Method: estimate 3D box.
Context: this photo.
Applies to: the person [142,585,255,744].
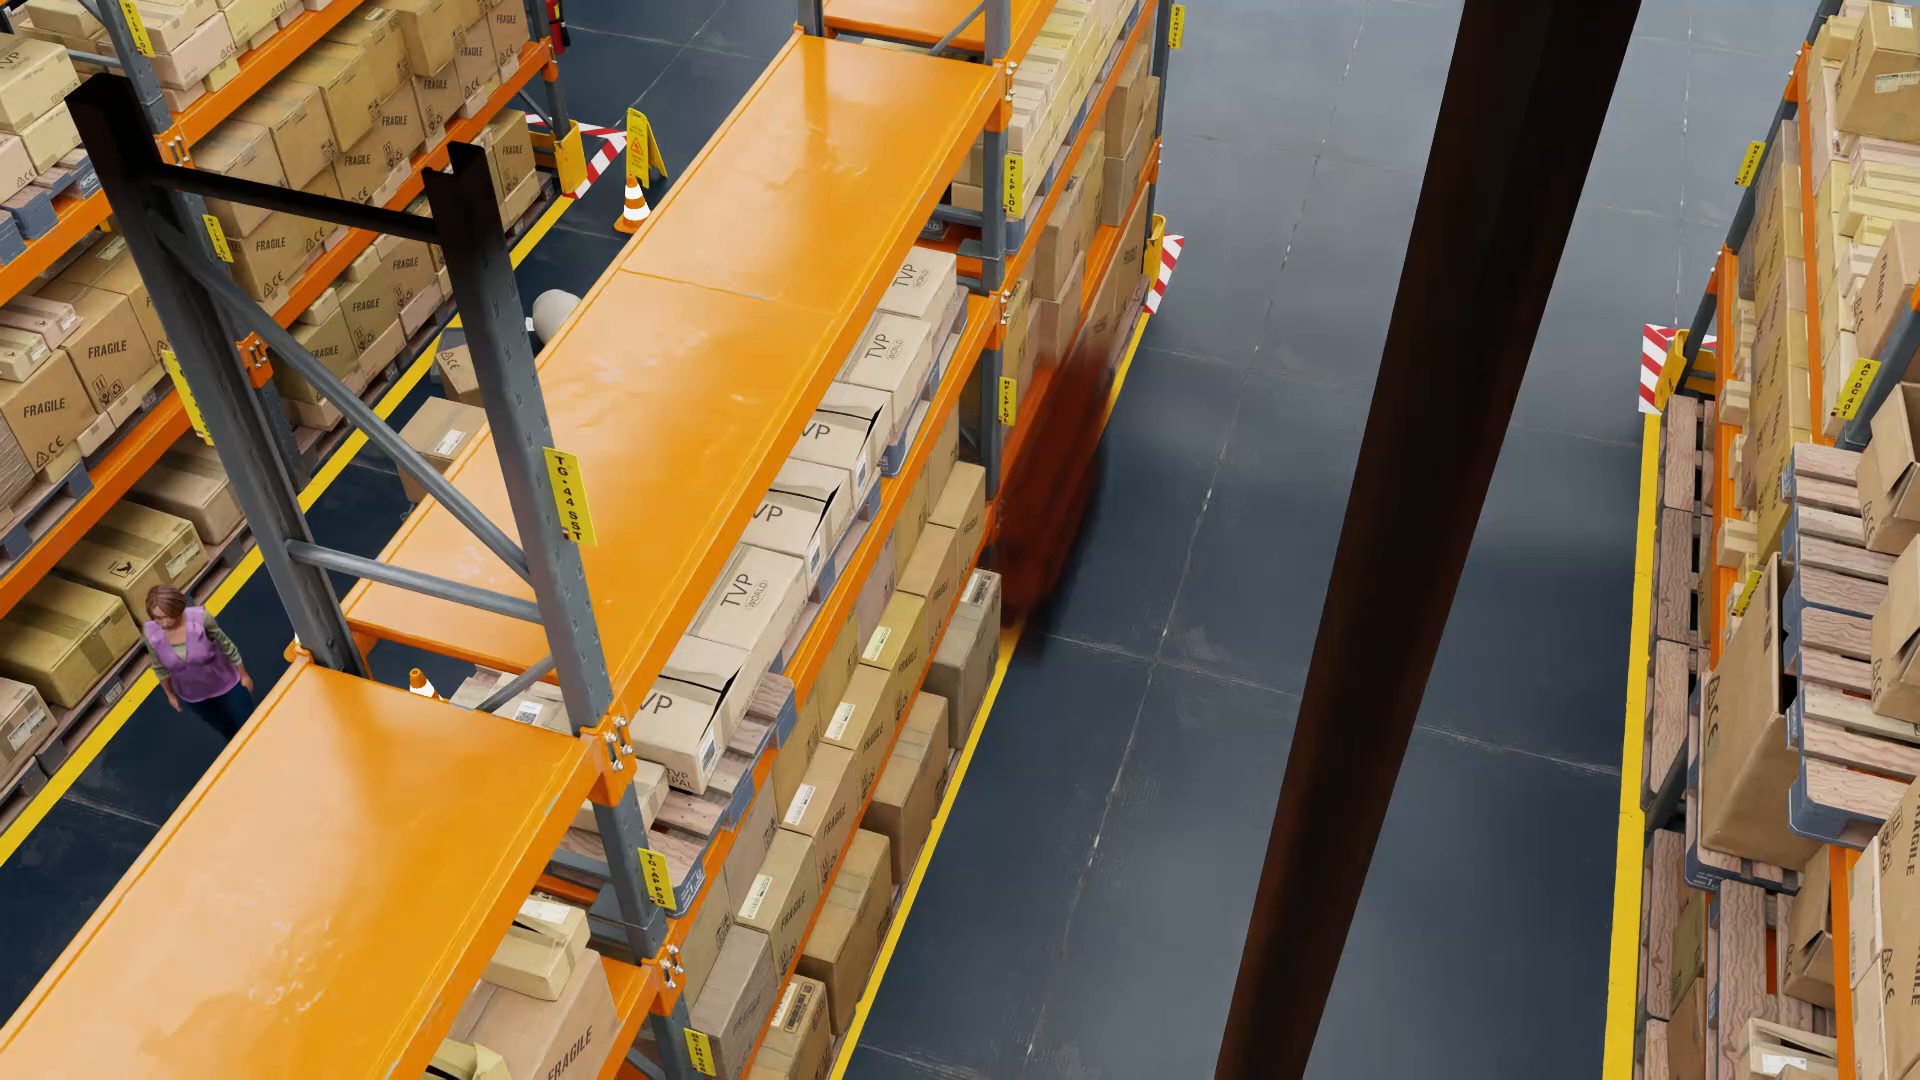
[{"bbox_3d":[-4.174,0.816,9.236,0.444,1.622,0.362,-10,47,-10],"label":"person"}]
